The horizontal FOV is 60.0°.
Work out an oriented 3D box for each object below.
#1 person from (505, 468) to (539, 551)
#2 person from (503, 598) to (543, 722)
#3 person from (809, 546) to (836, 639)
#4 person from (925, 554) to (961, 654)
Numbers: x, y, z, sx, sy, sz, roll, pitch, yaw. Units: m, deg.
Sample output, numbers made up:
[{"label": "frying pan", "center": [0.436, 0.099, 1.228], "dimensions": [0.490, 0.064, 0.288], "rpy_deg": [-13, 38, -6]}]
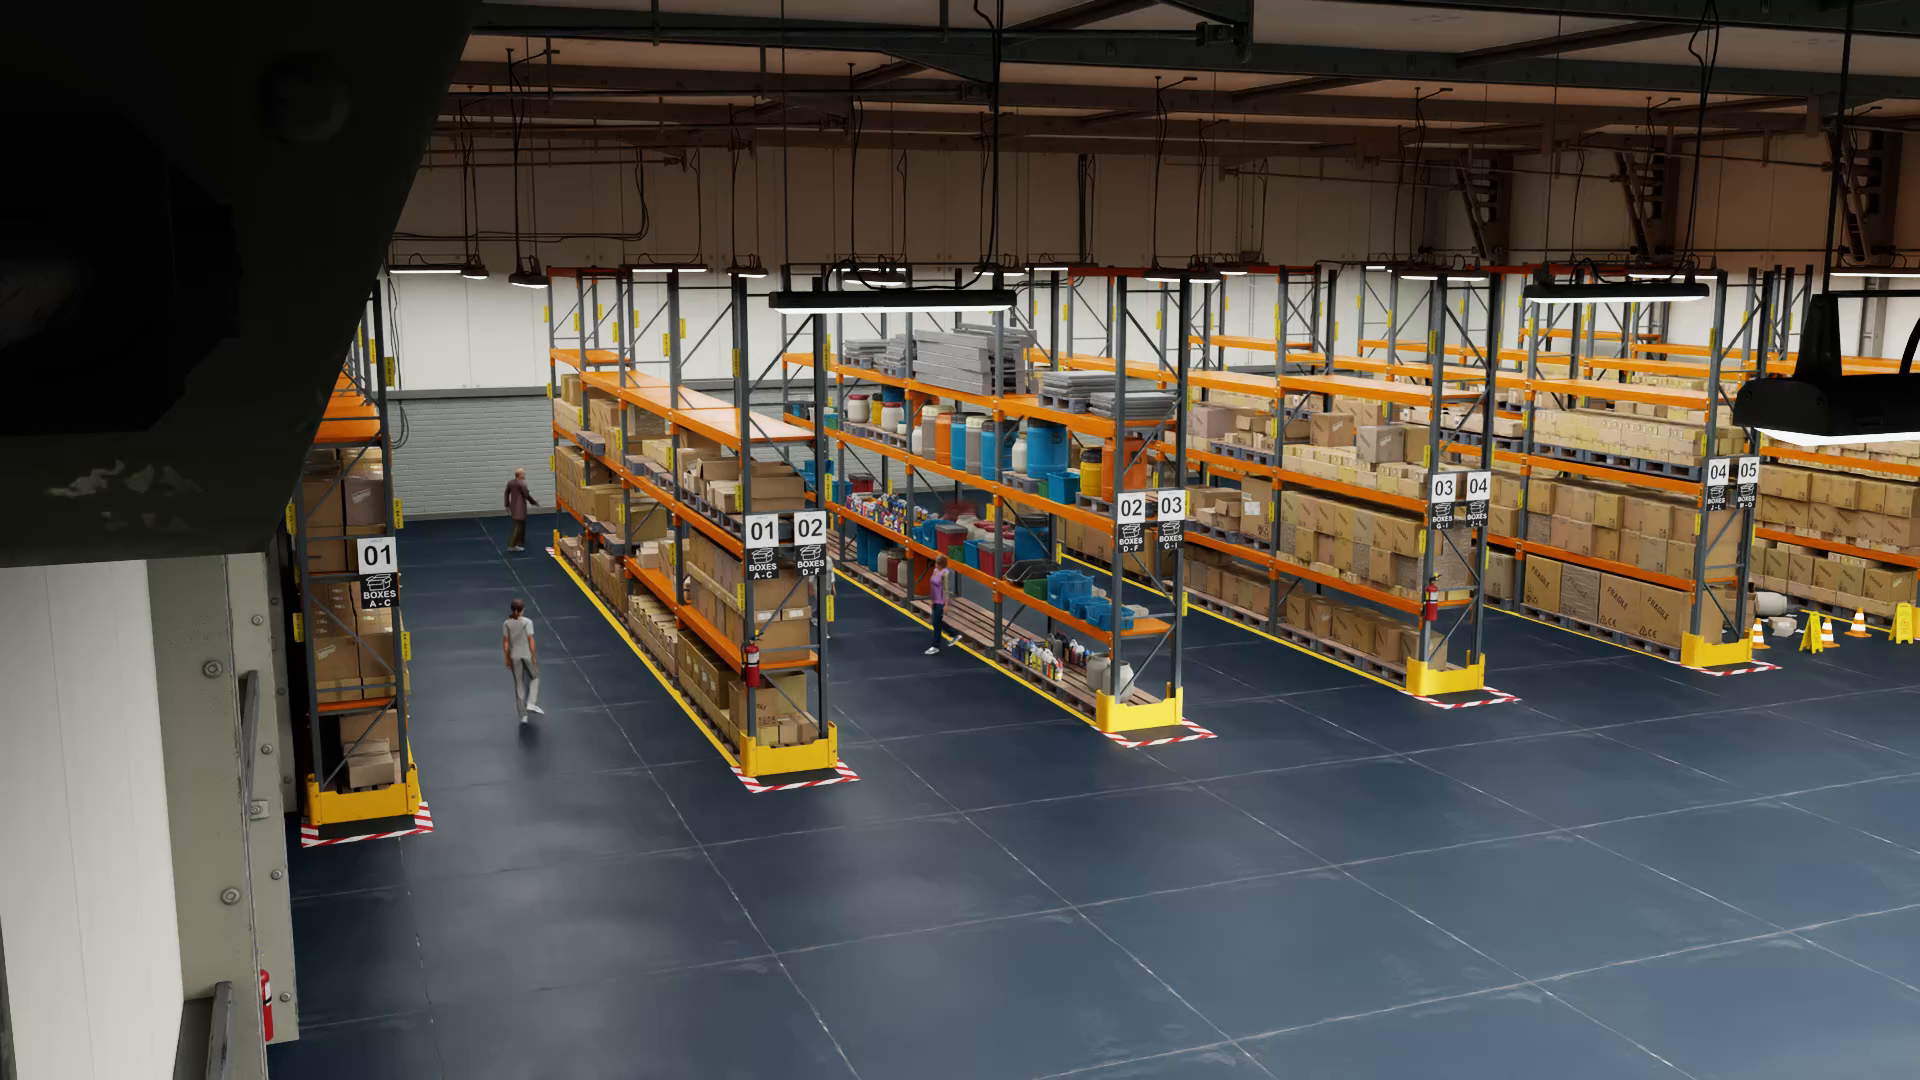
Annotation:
[{"label": "person", "center": [-9.411, -0.657, 35.404], "dimensions": [0.683, 1.713, 0.832], "rpy_deg": [8, 13, 39]}, {"label": "person", "center": [-5.932, 1.619, 22.527], "dimensions": [0.499, 1.658, 0.458], "rpy_deg": [-2, 10, -9]}, {"label": "person", "center": [-2.304, 0.796, 27.596], "dimensions": [0.430, 1.546, 0.912], "rpy_deg": [-8, 13, -38]}, {"label": "person", "center": [-0.268, 1.018, 26.355], "dimensions": [0.676, 1.540, 0.484], "rpy_deg": [-4, 11, -22]}]
